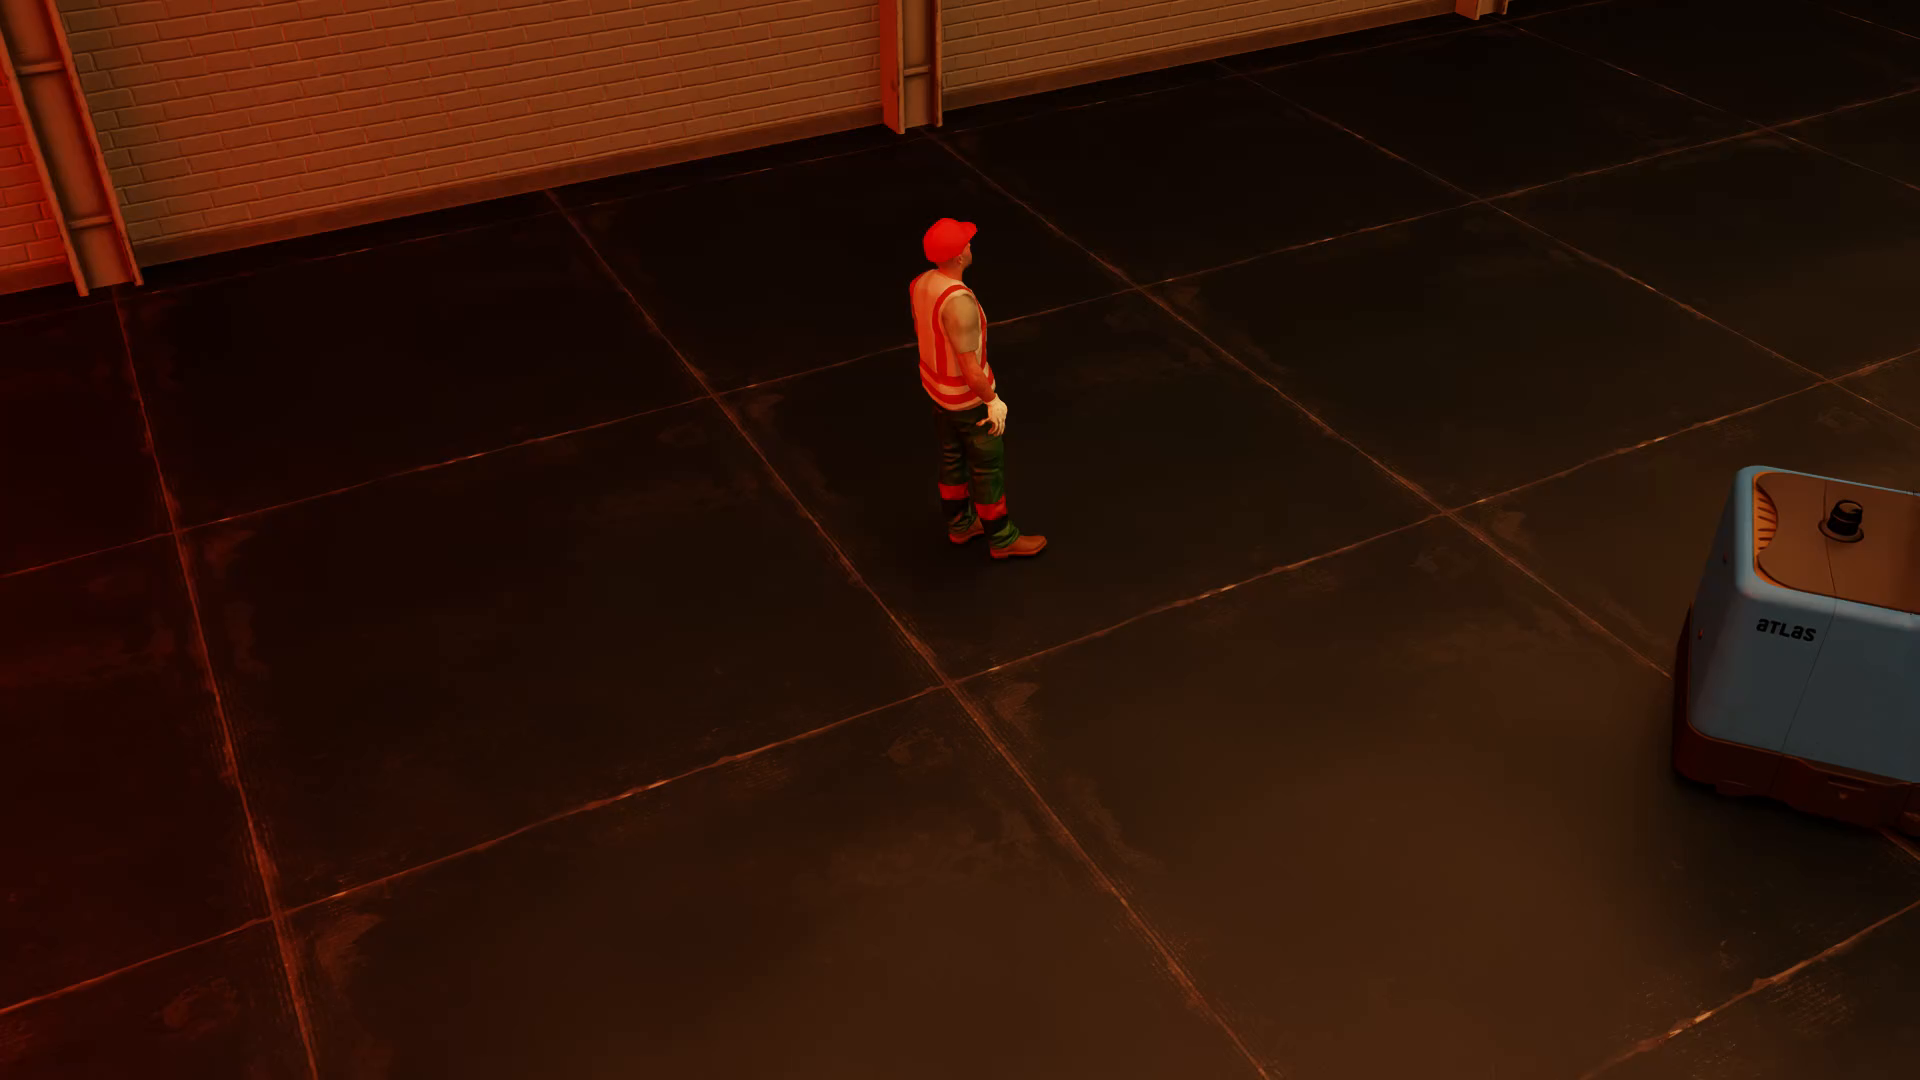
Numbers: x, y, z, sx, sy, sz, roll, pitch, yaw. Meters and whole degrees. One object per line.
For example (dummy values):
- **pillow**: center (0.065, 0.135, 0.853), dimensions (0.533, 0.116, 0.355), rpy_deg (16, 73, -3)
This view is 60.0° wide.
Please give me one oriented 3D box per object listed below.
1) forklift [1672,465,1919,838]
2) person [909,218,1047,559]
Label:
- **forklift**: center (4.646, -0.102, 6.268), dimensions (3.031, 2.935, 1.130), rpy_deg (12, 37, 17)
- **person**: center (0.076, -0.752, 8.163), dimensions (0.564, 1.787, 0.637), rpy_deg (-17, 39, -23)
